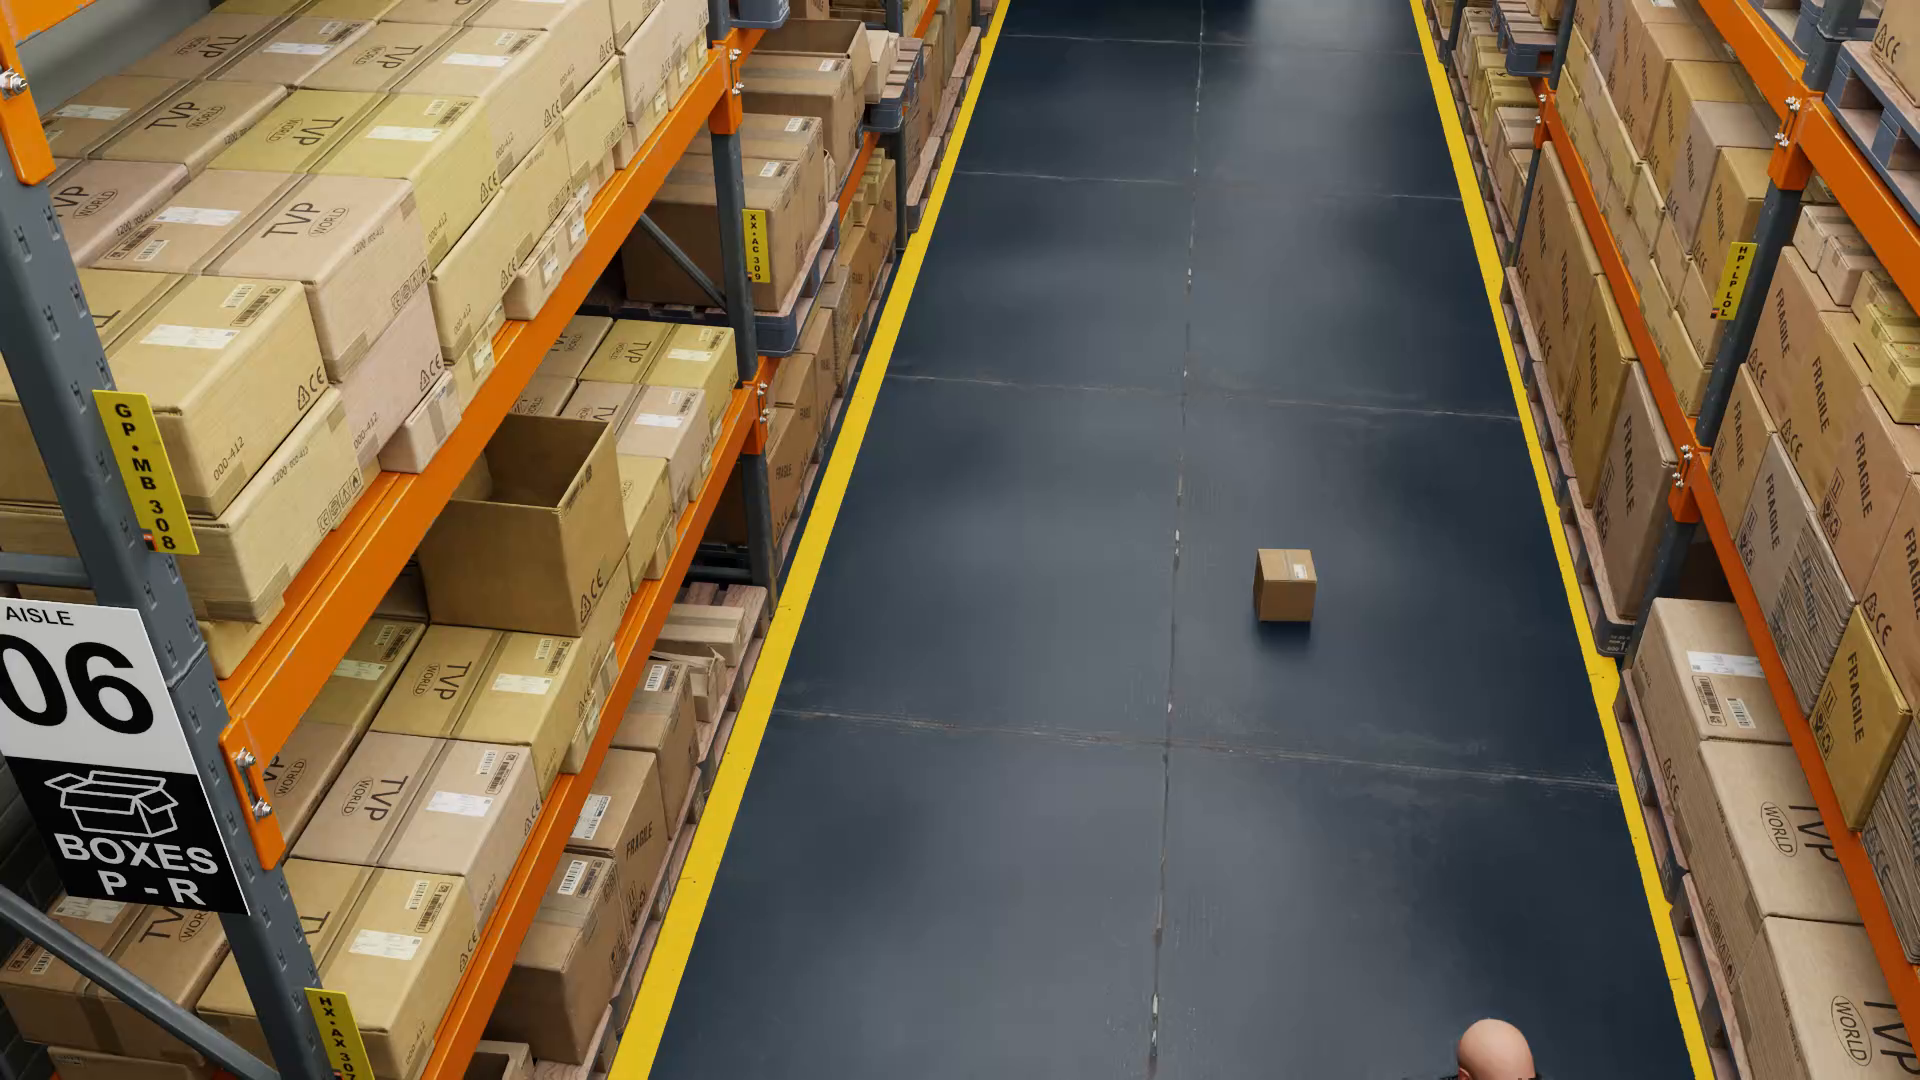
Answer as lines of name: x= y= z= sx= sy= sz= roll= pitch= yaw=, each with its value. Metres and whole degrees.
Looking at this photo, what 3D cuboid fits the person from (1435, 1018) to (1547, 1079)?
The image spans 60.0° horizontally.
person: x=1.315 y=1.940 z=4.364 sx=0.544 sy=1.664 sz=0.996 roll=-4 pitch=36 yaw=-5
